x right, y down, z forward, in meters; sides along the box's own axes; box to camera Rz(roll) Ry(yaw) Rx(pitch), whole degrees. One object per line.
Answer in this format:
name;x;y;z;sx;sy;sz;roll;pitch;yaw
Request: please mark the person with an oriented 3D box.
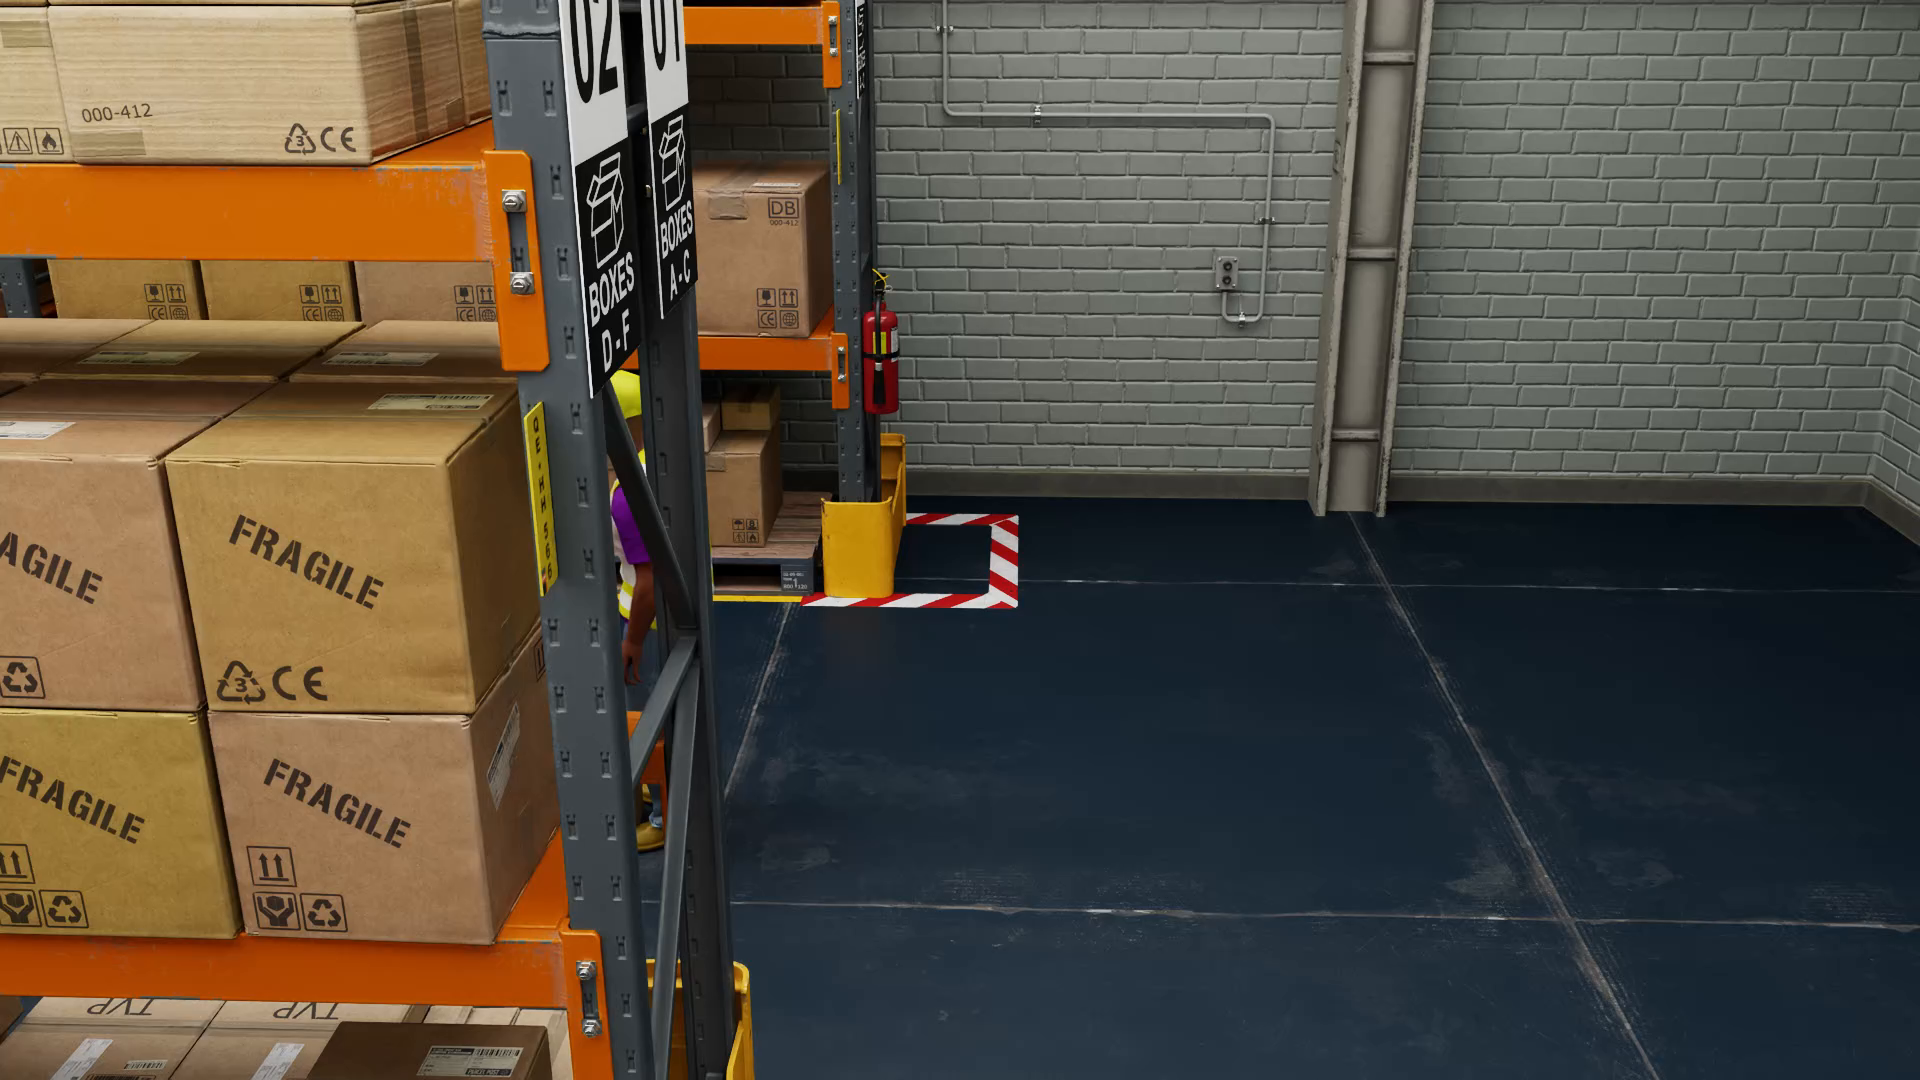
person;-1.099;0.250;5.889;0.454;1.761;0.636;0;21;-1
